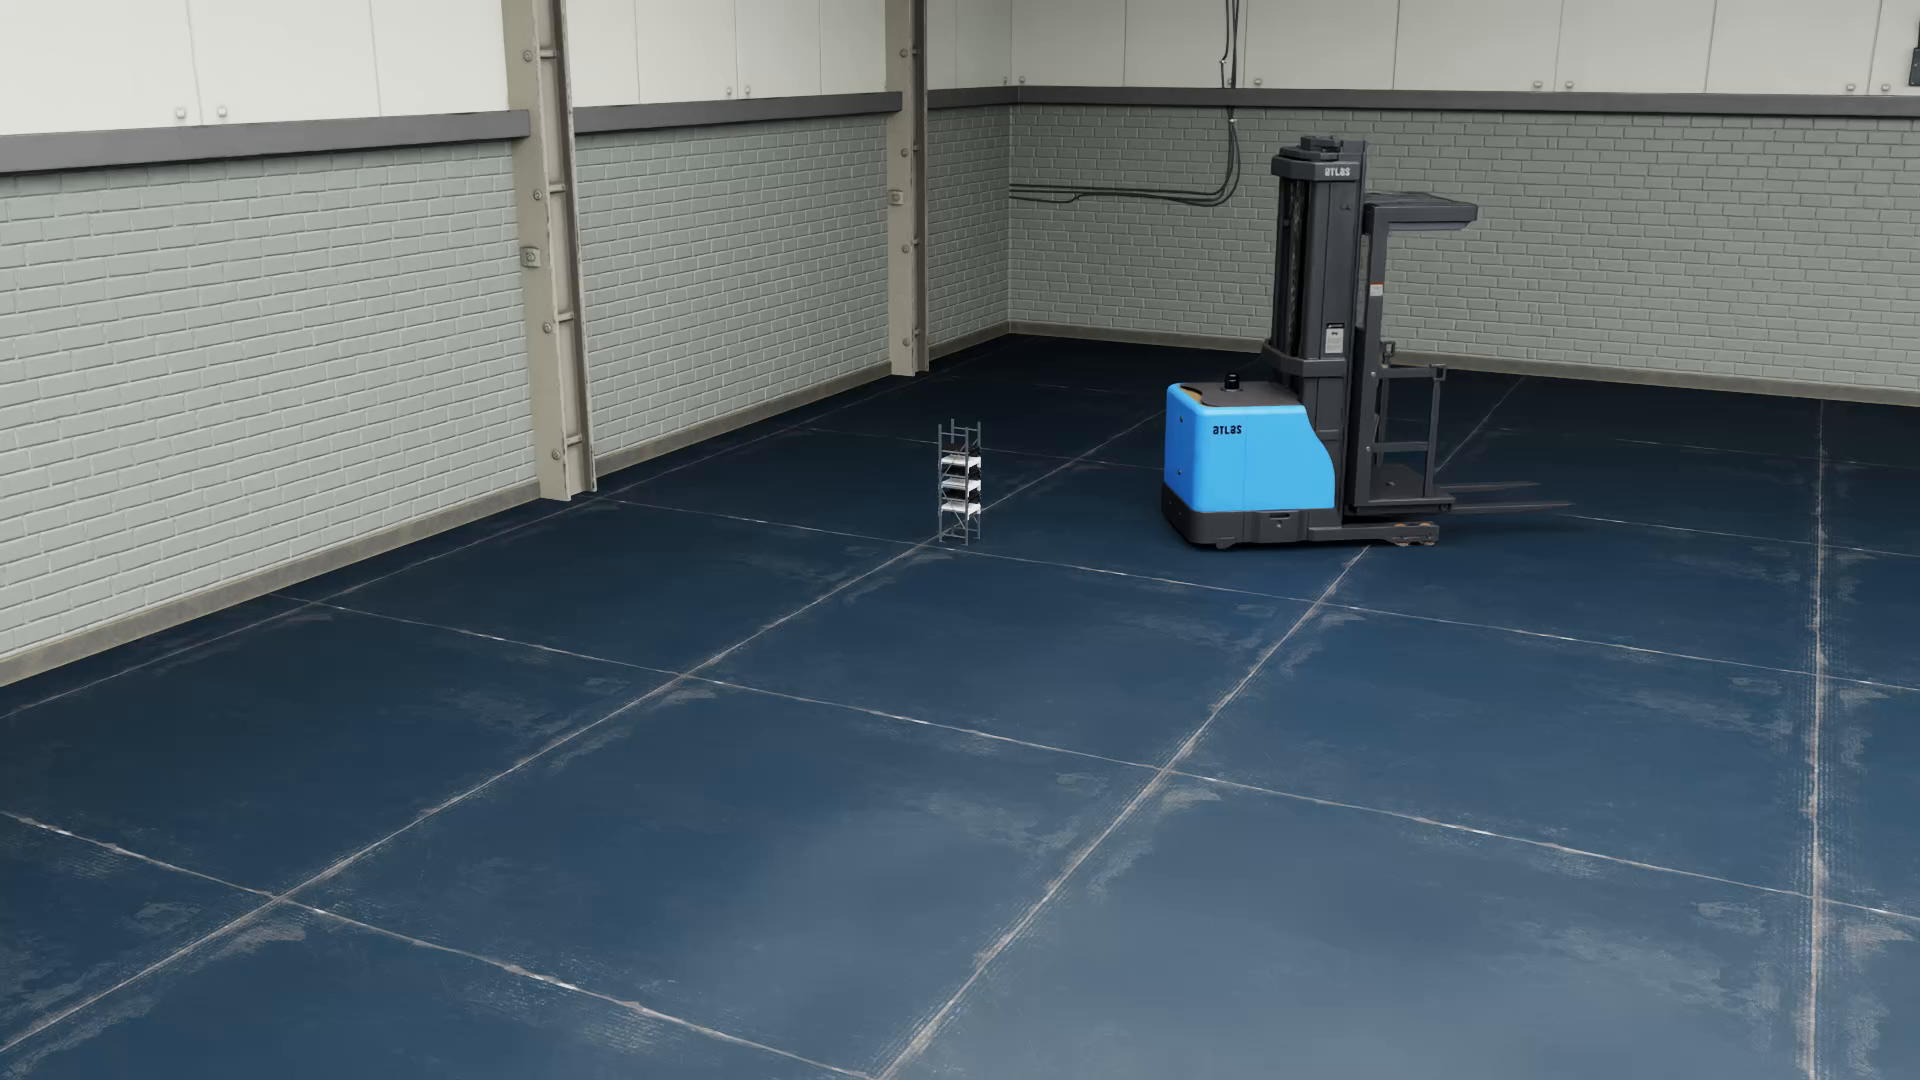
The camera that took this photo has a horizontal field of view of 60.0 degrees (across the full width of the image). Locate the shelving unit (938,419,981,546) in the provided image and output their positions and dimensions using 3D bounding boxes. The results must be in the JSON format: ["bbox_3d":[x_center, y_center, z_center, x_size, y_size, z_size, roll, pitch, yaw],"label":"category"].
[{"bbox_3d":[-0.004,-0.429,12.389,0.258,0.900,0.210,8,18,25],"label":"shelving unit"}]

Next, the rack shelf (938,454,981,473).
[{"bbox_3d":[-0.004,-0.570,12.348,0.258,0.077,0.200,8,18,25],"label":"rack shelf"}]

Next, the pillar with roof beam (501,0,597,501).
[{"bbox_3d":[0.590,-4.152,10.699,9.100,9.000,0.400,8,18,25],"label":"pillar with roof beam"}]

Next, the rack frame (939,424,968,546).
[{"bbox_3d":[-0.049,-0.403,12.302,0.240,0.900,0.006,8,18,25],"label":"rack frame"}]

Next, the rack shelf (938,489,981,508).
[{"bbox_3d":[-0.004,-0.311,12.424,0.258,0.077,0.200,8,18,25],"label":"rack shelf"}]

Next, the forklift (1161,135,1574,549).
[{"bbox_3d":[3.136,-1.504,12.442,3.031,2.935,1.130,-2,17,-7],"label":"forklift"}]

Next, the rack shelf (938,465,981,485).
[{"bbox_3d":[-0.004,-0.484,12.373,0.258,0.077,0.200,8,18,25],"label":"rack shelf"}]

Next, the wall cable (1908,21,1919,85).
[{"bbox_3d":[10.405,-7.229,15.084,2.305,6.003,0.169,8,18,25],"label":"wall cable"}]

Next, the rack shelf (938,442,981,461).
[{"bbox_3d":[-0.004,-0.656,12.322,0.258,0.077,0.200,8,18,25],"label":"rack shelf"}]

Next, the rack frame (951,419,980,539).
[{"bbox_3d":[0.042,-0.455,12.476,0.240,0.900,0.006,8,18,25],"label":"rack frame"}]

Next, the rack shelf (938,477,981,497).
[{"bbox_3d":[-0.004,-0.397,12.399,0.258,0.077,0.200,8,18,25],"label":"rack shelf"}]

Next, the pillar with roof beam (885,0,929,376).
[{"bbox_3d":[3.271,-5.680,15.844,9.100,9.000,0.400,8,18,25],"label":"pillar with roof beam"}]

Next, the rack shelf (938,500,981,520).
[{"bbox_3d":[-0.004,-0.225,12.450,0.258,0.077,0.200,8,18,25],"label":"rack shelf"}]

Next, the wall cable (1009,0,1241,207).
[{"bbox_3d":[1.919,-5.322,20.090,3.097,2.526,0.112,8,18,25],"label":"wall cable"}]
